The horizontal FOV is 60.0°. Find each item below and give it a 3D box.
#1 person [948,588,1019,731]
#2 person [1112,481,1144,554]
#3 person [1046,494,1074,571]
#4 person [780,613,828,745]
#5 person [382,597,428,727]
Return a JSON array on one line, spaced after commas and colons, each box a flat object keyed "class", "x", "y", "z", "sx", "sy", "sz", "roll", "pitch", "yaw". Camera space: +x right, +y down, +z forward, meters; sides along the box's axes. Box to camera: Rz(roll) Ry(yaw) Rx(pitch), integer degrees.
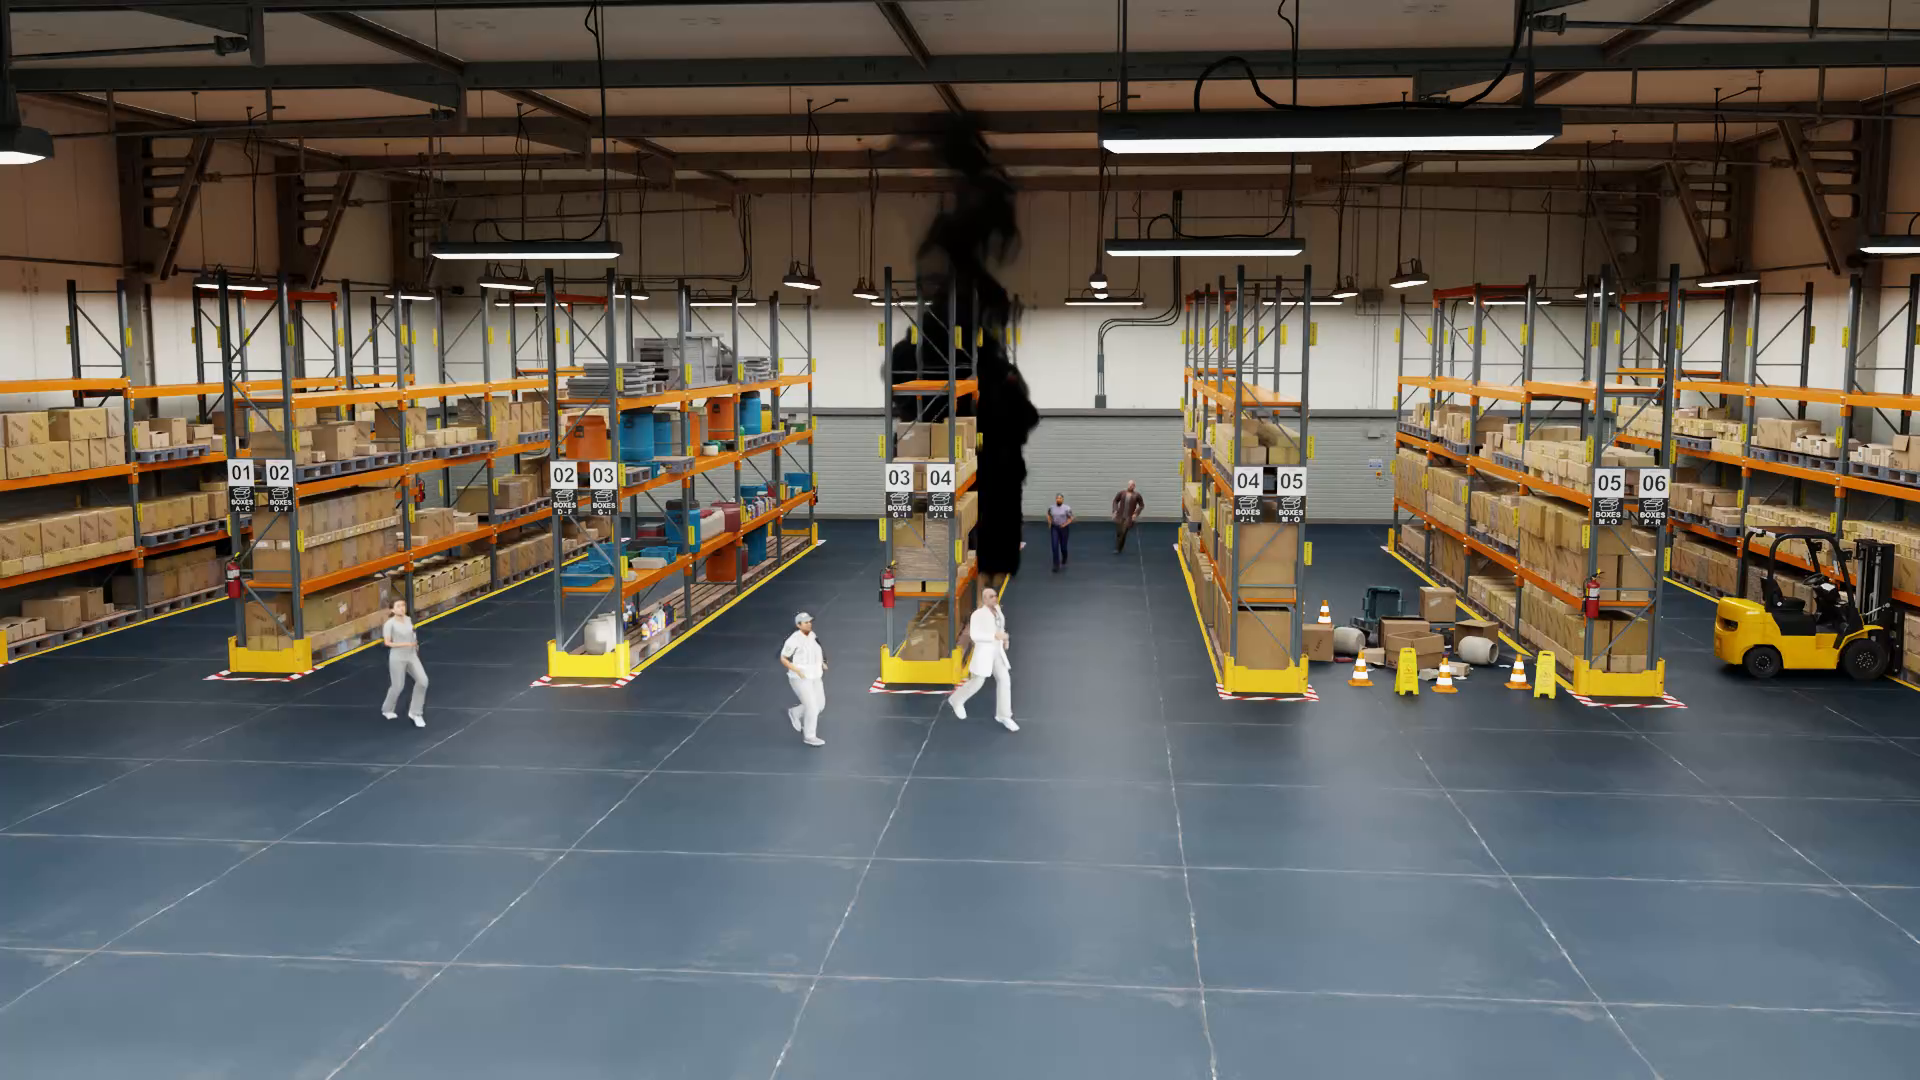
[{"class": "person", "x": 0.330, "y": 1.510, "z": 21.530, "sx": 0.724, "sy": 1.814, "sz": 1.049, "roll": -7, "pitch": 10, "yaw": -43}, {"class": "person", "x": 3.900, "y": -0.489, "z": 38.649, "sx": 0.743, "sy": 1.608, "sz": 0.600, "roll": 2, "pitch": 7, "yaw": 15}, {"class": "person", "x": 2.166, "y": -0.190, "z": 36.101, "sx": 0.611, "sy": 1.647, "sz": 0.868, "roll": 1, "pitch": 7, "yaw": 9}, {"class": "person", "x": -1.946, "y": 1.702, "z": 20.620, "sx": 0.687, "sy": 1.621, "sz": 0.613, "roll": 5, "pitch": 9, "yaw": 37}, {"class": "person", "x": -7.240, "y": 1.580, "z": 21.601, "sx": 0.744, "sy": 1.697, "sz": 0.570, "roll": 5, "pitch": 9, "yaw": 38}]
